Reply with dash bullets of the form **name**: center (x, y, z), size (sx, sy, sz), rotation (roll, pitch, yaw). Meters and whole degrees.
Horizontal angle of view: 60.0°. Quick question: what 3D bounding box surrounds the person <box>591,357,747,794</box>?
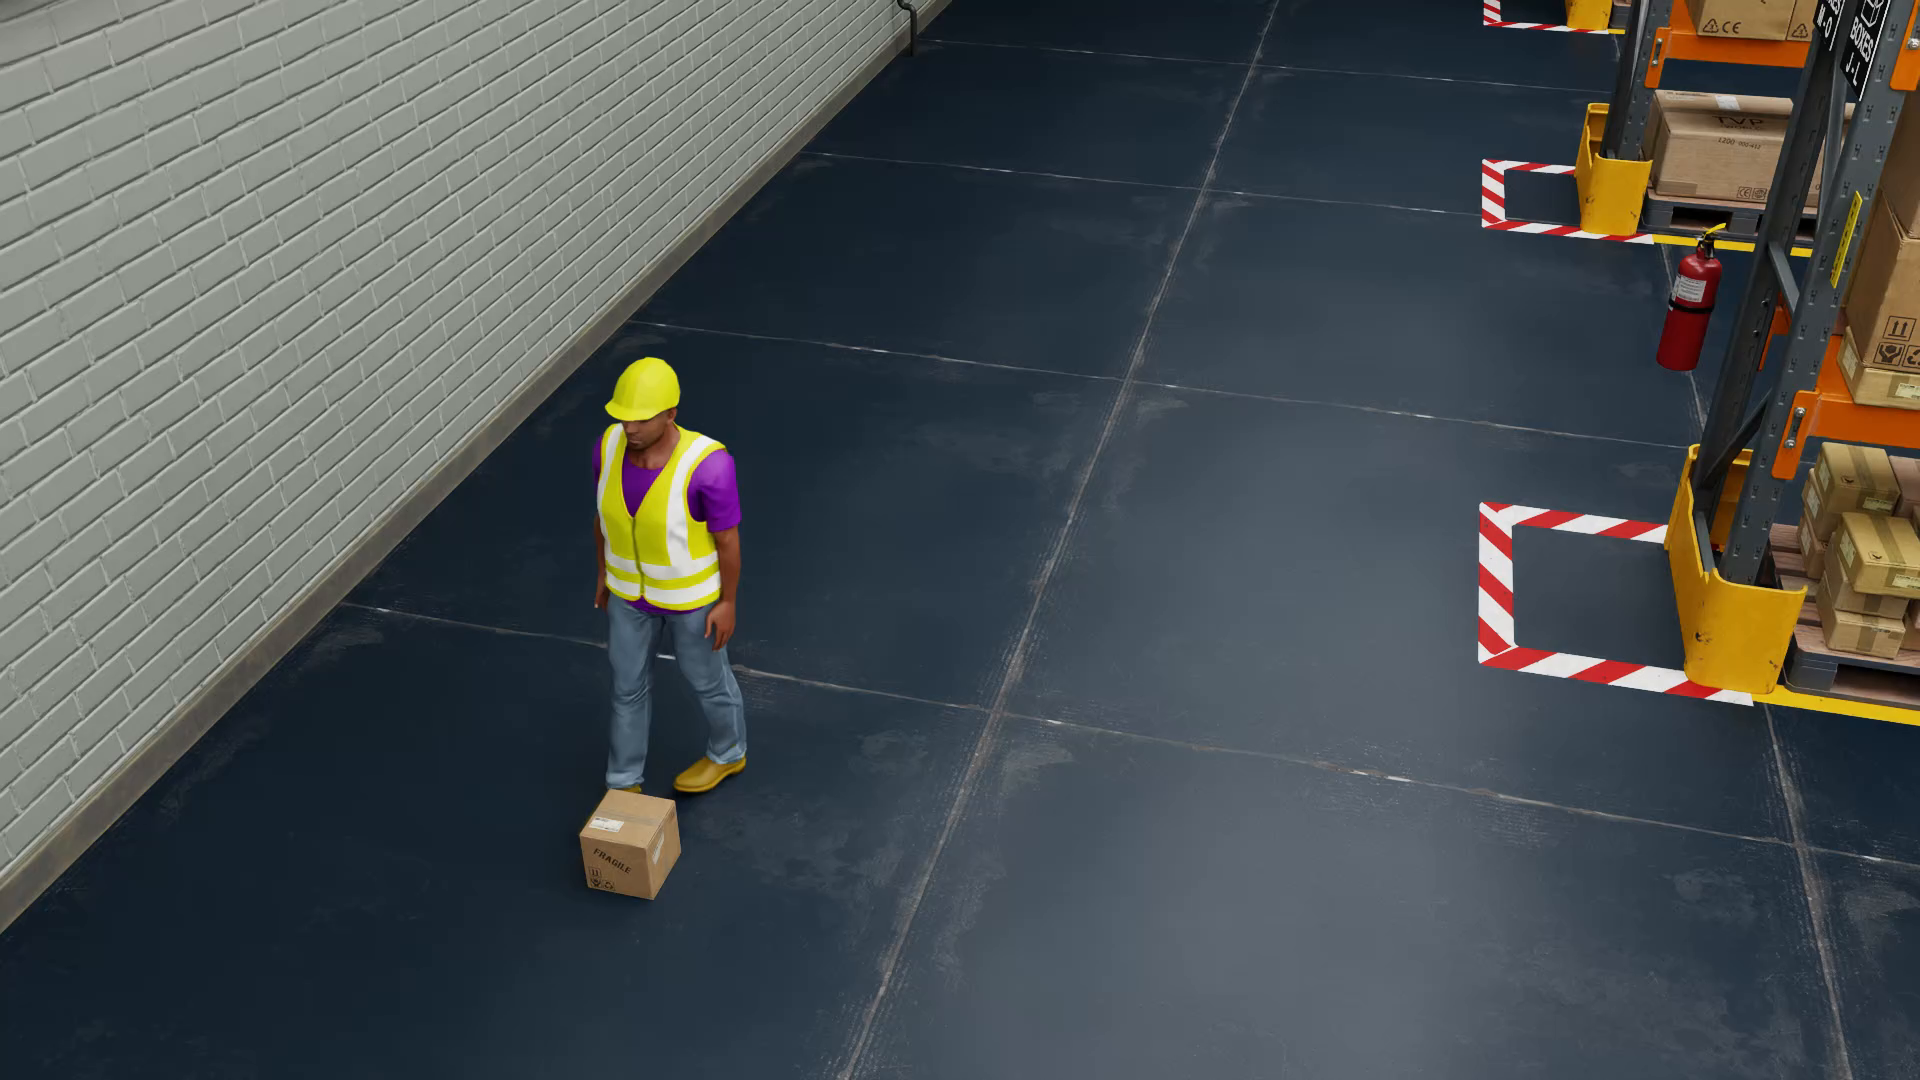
- **person**: center (-1.078, 0.224, 5.760), size (0.582, 1.759, 0.628), rotation (11, 34, 17)
